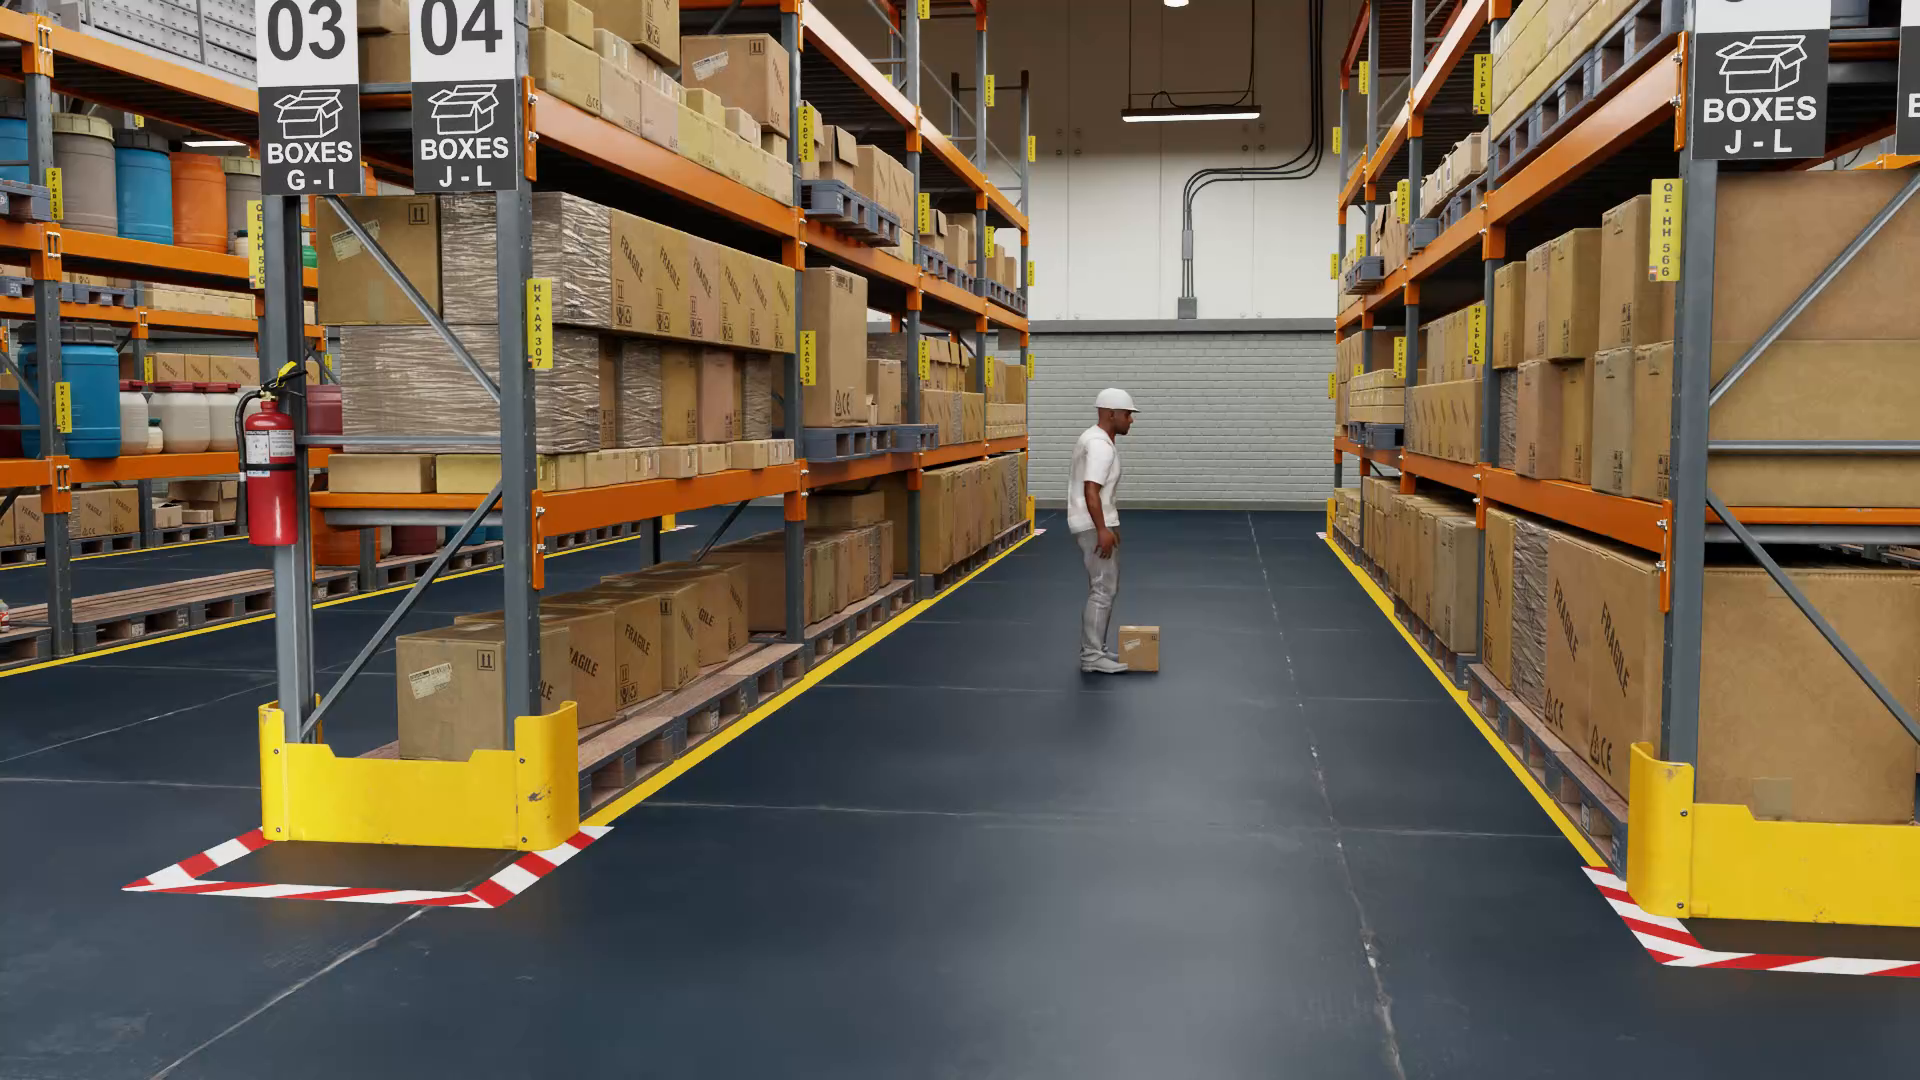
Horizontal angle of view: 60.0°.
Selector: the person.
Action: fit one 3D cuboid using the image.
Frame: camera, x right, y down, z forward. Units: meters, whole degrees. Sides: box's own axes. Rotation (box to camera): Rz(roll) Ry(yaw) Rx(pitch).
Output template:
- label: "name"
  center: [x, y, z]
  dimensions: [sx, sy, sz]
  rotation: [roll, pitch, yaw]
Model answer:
- label: "person"
  center: [0.900, -0.071, 10.439]
  dimensions: [0.456, 1.761, 0.628]
  rotation: [1, 4, 9]
